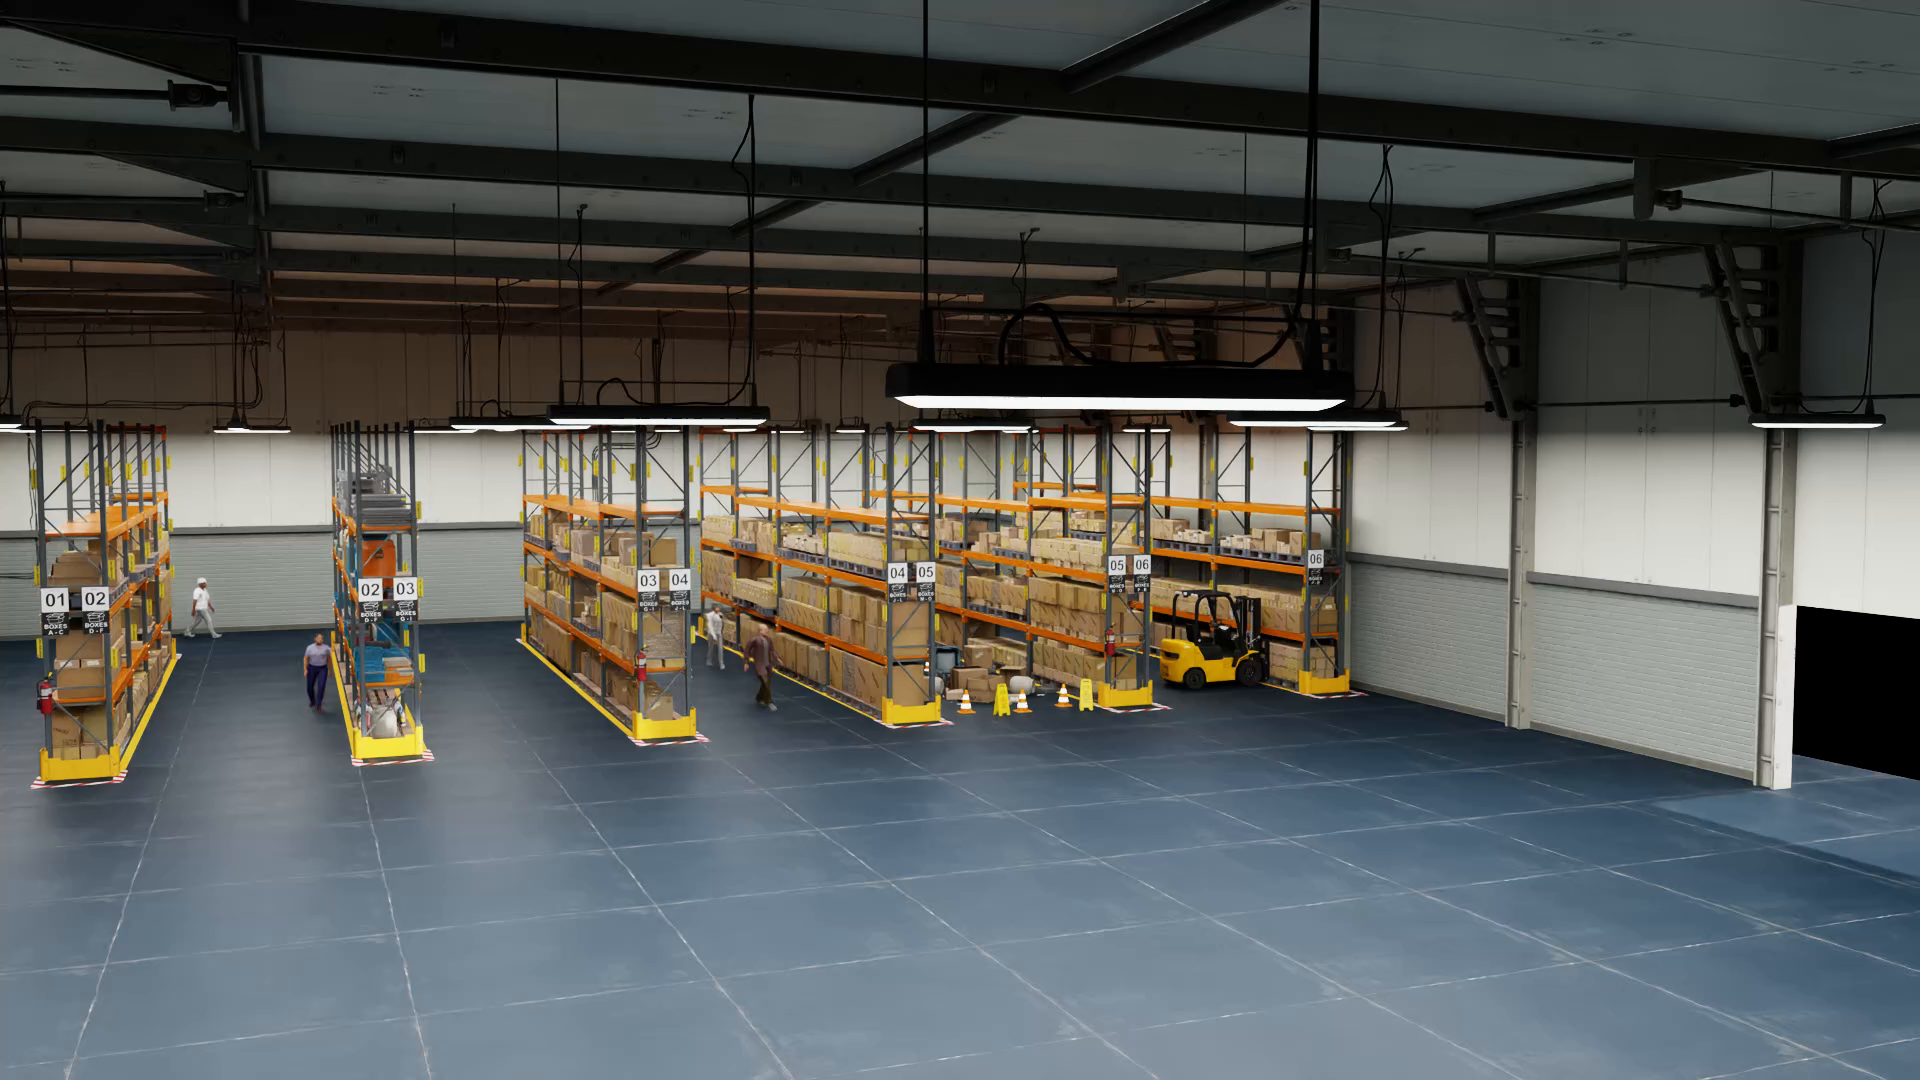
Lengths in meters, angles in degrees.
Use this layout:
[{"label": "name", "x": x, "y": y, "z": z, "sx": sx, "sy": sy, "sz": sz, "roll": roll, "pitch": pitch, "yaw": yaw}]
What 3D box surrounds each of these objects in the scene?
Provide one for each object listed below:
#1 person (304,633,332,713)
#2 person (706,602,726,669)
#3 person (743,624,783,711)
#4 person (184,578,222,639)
[{"label": "person", "x": -13.411, "y": 2.760, "z": 34.744, "sx": 0.557, "sy": 1.652, "sz": 0.744, "roll": -2, "pitch": 4, "yaw": -24}, {"label": "person", "x": -6.014, "y": 2.334, "z": 41.069, "sx": 0.467, "sy": 1.615, "sz": 0.935, "roll": -2, "pitch": 4, "yaw": -33}, {"label": "person", "x": -4.084, "y": 2.669, "z": 34.993, "sx": 0.886, "sy": 1.772, "sz": 0.710, "roll": 3, "pitch": 5, "yaw": 40}, {"label": "person", "x": -21.368, "y": 1.930, "z": 46.930, "sx": 1.066, "sy": 1.724, "sz": 0.587, "roll": -1, "pitch": 4, "yaw": -11}]
